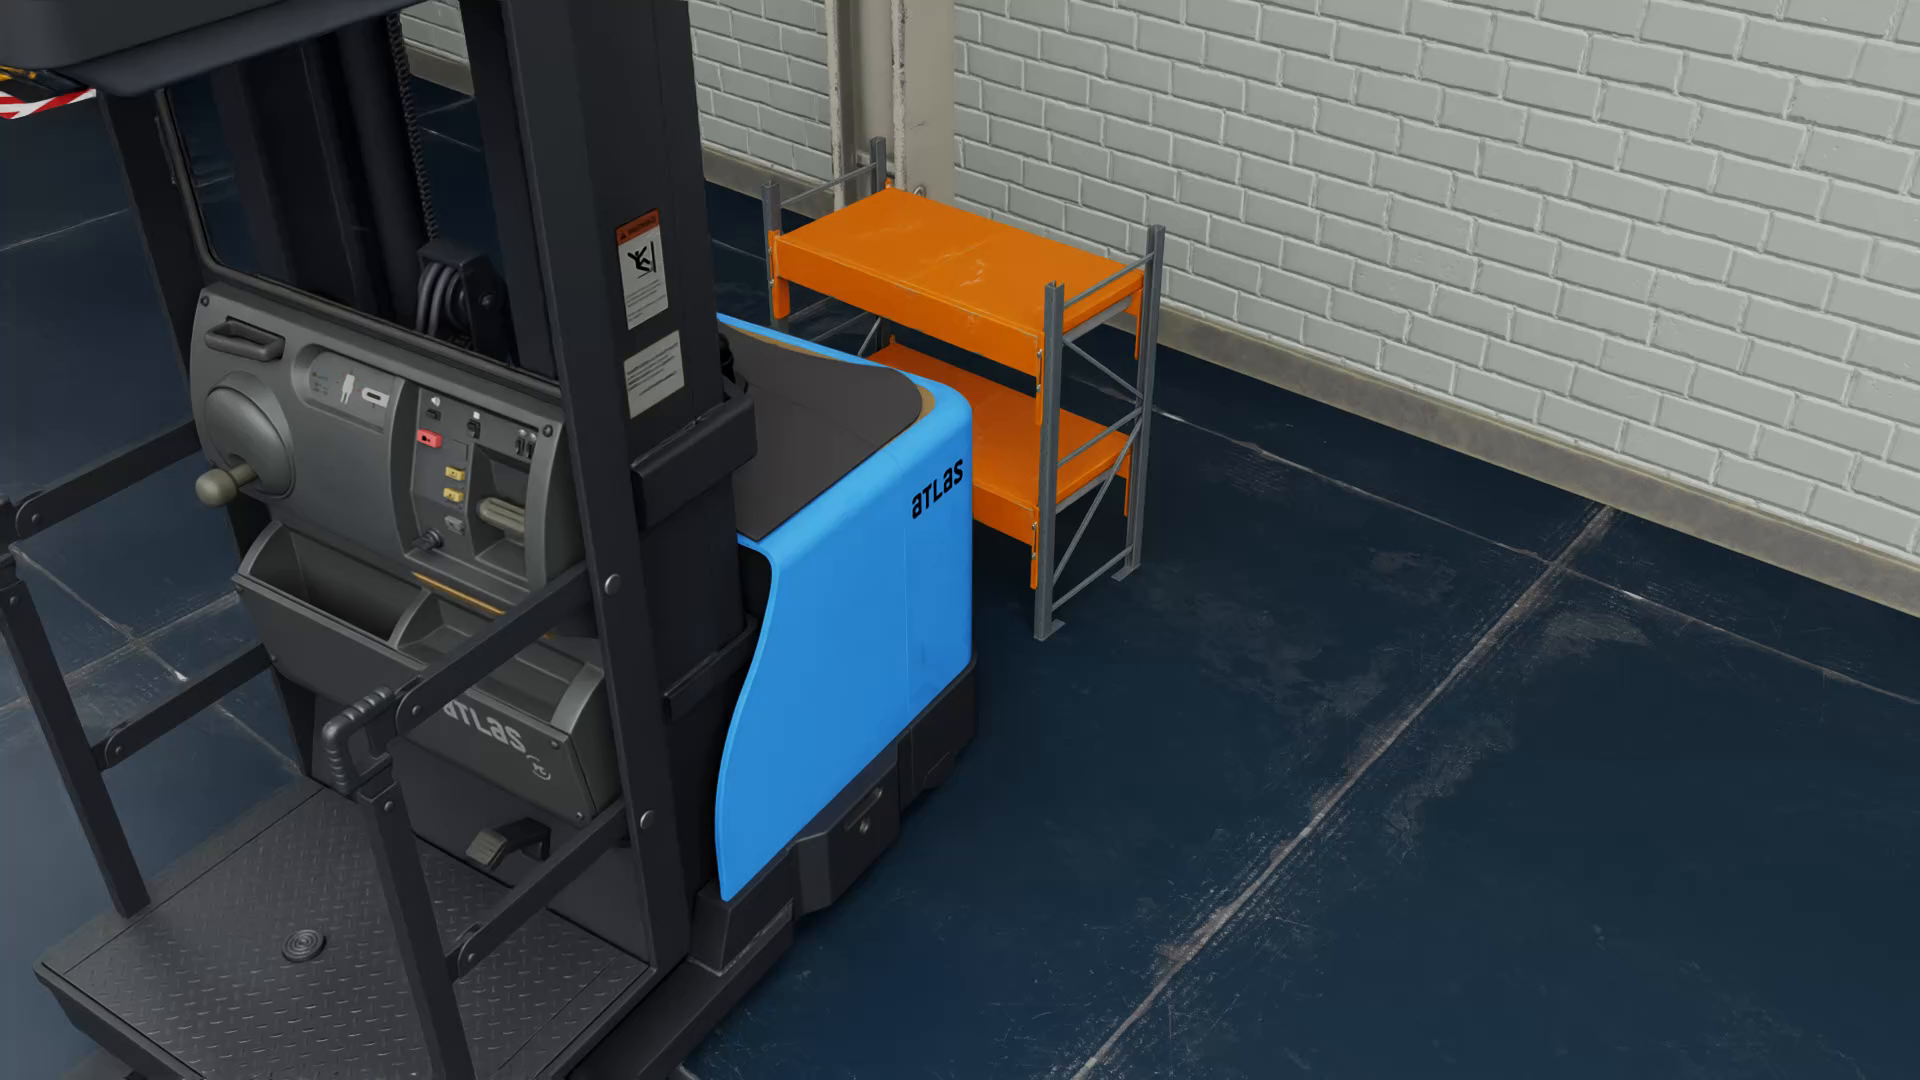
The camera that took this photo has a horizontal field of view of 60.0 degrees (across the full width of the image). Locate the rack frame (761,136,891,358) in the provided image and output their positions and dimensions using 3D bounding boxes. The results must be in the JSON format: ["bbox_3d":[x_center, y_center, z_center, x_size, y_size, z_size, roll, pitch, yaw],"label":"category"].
[{"bbox_3d":[-0.396,-0.650,5.203,0.032,1.125,0.500,25,42,32],"label":"rack frame"}]

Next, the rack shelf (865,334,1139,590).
[{"bbox_3d":[-0.005,-0.265,5.074,1.000,0.278,0.538,25,42,32],"label":"rack shelf"}]

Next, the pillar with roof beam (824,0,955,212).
[{"bbox_3d":[-3.023,-2.983,1.645,0.400,9.000,9.100,25,42,32],"label":"pillar with roof beam"}]

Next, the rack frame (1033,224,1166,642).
[{"bbox_3d":[0.385,-0.282,4.667,0.032,1.125,0.500,25,42,32],"label":"rack frame"}]

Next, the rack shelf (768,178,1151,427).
[{"bbox_3d":[-0.005,-0.707,4.769,1.000,0.278,0.538,25,42,32],"label":"rack shelf"}]

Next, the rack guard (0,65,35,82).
[{"bbox_3d":[-4.903,-2.873,8.992,0.348,0.500,1.175,25,42,32],"label":"rack guard"}]

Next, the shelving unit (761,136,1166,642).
[{"bbox_3d":[-0.005,-0.466,4.935,1.048,1.125,0.538,25,42,32],"label":"shelving unit"}]

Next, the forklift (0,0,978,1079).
[{"bbox_3d":[-1.174,-0.114,2.827,1.130,2.935,3.031,20,39,26],"label":"forklift"}]
